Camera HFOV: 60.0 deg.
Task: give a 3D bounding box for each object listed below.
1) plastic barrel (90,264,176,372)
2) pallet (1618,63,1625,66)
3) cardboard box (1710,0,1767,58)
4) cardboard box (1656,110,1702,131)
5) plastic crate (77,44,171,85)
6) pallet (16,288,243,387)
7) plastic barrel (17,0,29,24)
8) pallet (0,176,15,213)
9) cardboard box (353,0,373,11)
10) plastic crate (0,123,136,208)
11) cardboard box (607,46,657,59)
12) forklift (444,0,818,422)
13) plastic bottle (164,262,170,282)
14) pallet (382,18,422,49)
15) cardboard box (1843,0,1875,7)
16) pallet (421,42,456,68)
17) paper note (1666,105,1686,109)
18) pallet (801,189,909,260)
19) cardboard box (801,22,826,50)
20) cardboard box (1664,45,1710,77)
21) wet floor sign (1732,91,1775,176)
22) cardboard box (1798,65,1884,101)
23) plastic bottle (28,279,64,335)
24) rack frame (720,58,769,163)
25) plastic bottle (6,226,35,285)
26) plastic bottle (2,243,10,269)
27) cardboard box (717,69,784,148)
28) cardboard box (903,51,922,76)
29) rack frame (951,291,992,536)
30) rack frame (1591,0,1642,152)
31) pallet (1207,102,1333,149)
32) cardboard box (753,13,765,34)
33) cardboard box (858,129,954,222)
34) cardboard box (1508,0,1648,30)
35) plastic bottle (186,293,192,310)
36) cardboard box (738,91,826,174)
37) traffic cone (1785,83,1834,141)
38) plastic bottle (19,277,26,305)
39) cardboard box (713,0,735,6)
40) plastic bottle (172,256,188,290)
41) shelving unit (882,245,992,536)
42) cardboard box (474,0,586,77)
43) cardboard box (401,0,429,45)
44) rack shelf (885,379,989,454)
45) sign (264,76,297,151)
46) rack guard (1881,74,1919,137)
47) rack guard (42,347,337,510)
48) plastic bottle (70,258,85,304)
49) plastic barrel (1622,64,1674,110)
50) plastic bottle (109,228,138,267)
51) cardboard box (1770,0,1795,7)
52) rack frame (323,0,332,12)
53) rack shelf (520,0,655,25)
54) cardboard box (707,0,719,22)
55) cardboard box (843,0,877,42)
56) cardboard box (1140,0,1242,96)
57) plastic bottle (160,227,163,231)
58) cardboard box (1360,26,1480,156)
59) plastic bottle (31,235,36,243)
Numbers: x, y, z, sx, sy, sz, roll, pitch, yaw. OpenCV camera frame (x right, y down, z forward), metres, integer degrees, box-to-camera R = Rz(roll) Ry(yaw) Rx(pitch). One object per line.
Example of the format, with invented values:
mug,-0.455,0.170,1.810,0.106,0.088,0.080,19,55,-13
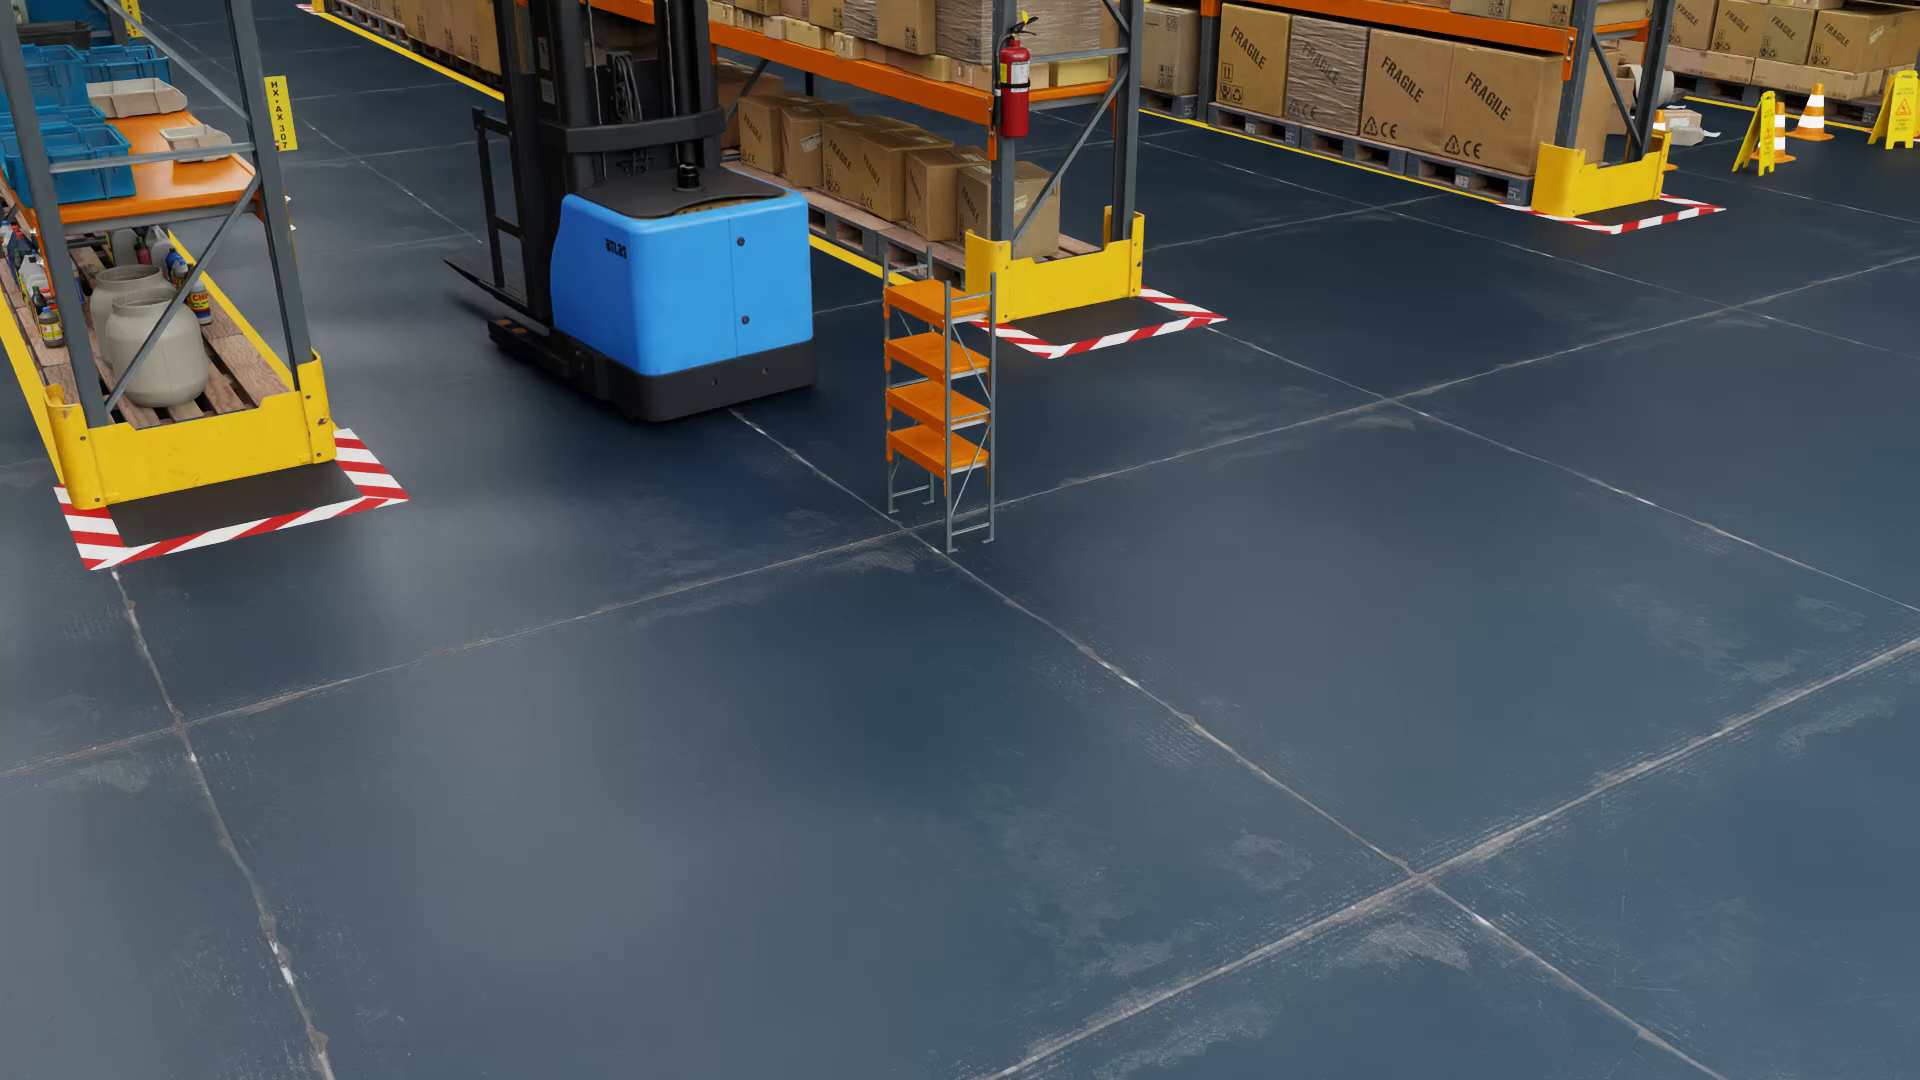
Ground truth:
plastic barrel,-4.215,-1.124,8.539,0.421,0.512,0.421,0,25,0
pallet,7.148,-5.064,17.729,1.003,0.211,1.213,-16,29,-30
cardboard box,7.722,-5.005,16.190,0.500,0.500,0.500,-16,30,-31
cardboard box,6.528,-3.835,15.199,0.380,0.149,0.250,-1,25,-3
plastic crate,-4.870,-2.693,9.615,0.499,0.251,0.616,-16,29,-30
pallet,-4.700,-1.145,9.429,1.003,0.211,1.213,-16,29,-30
plastic barrel,-6.040,-3.548,11.092,0.433,0.535,0.433,0,25,0
pallet,-6.833,-2.541,12.384,1.003,0.211,1.213,-16,29,-30
cardboard box,-7.189,-7.233,21.054,0.875,0.875,0.875,-16,29,-30
plastic crate,-4.042,-1.704,7.521,0.499,0.251,0.616,-16,29,-30
cardboard box,-2.724,-4.115,14.866,0.700,0.500,0.500,-13,28,-25
forklift,4.246,-5.226,14.888,18.991,2.935,5.386,-18,31,-34
plastic bottle,-4.654,-1.584,9.855,0.097,0.201,0.097,0,25,0
pallet,-6.268,-6.138,20.004,1.003,0.211,1.213,-16,29,-30
cardboard box,8.424,-4.959,16.091,0.500,0.500,0.500,-17,30,-31
pallet,-5.434,-5.589,18.842,1.003,0.211,1.213,-16,29,-30
paper note,6.941,-4.202,16.116,0.148,0.019,0.142,18,31,33
pallet,-0.485,-2.317,11.912,1.003,0.211,1.213,-16,29,-30
cardboard box,-0.856,-3.453,11.345,0.380,0.149,0.250,-16,29,-30
cardboard box,7.440,-4.852,16.743,0.500,0.250,0.500,-16,30,-30
wet floor sign,6.518,-3.323,13.532,0.267,0.644,0.232,-22,33,-38
cardboard box,8.255,-4.307,15.590,0.500,0.250,0.500,-16,29,-30
plastic bottle,-5.002,-1.281,9.124,0.152,0.276,0.135,-15,29,-29
rack frame,-1.549,-4.248,12.735,0.949,2.616,0.053,-16,29,-30
plastic bottle,-5.608,-1.709,9.943,0.144,0.351,0.185,-15,29,-28
plastic bottle,-5.839,-1.774,10.257,0.097,0.201,0.097,0,25,0
cardboard box,-1.869,-3.540,13.649,0.700,0.500,0.500,-18,31,-33
cardboard box,-0.136,-3.017,10.421,0.380,0.149,0.250,-16,29,-30
rack frame,0.043,-0.515,6.935,0.228,1.046,0.006,-16,29,-30
rack frame,4.840,-3.935,12.073,0.949,2.616,0.053,-16,29,-30
pallet,3.009,-3.816,15.086,1.003,0.211,1.213,-16,29,-30
cardboard box,-1.257,-3.724,11.919,0.380,0.149,0.250,-16,29,-30
cardboard box,-0.376,-2.537,11.547,0.500,0.500,0.500,-13,28,-25
cardboard box,4.602,-4.126,12.301,0.875,0.550,0.550,-16,29,-30
plastic bottle,-4.303,-1.354,9.367,0.097,0.201,0.097,0,25,0
cardboard box,-1.367,-3.154,12.854,0.500,0.500,0.500,-17,30,-31
traffic cone,7.620,-3.832,14.825,0.336,0.463,0.334,-16,29,-30
plastic bottle,-5.370,-1.467,9.606,0.097,0.201,0.097,0,25,0
cardboard box,-1.358,-4.252,12.277,0.875,0.500,0.500,-16,29,-30
plastic bottle,-4.488,-1.507,9.609,0.097,0.271,0.097,0,25,0
shelving unit,-0.092,-0.603,7.121,0.258,1.200,0.499,-16,29,-30
cardboard box,-4.094,-5.159,16.661,1.225,0.875,0.875,-17,30,-32
cardboard box,-5.553,-6.113,18.683,1.225,0.875,0.875,-15,29,-29
rack shelf,-0.090,-0.541,7.148,0.258,0.148,0.480,-16,29,-30
sign,-3.055,-1.914,7.467,0.100,0.325,0.005,-16,29,-30
rack guard,8.894,-4.023,15.186,1.175,0.500,0.348,-16,29,-30
rack guard,-3.599,-0.548,7.825,1.175,0.500,0.348,-16,29,-30
plastic bottle,-5.163,-1.499,9.586,0.152,0.276,0.135,-16,29,-30
plastic barrel,6.539,-4.347,15.962,0.512,0.421,0.421,3,25,6
plastic bottle,-5.114,-1.785,10.192,0.152,0.276,0.135,-16,29,-30
cardboard box,7.888,-5.137,15.709,0.380,0.149,0.250,-15,29,-29
rack frame,-8.102,-8.539,21.825,1.000,3.000,0.127,-16,29,-30
rack shelf,-2.643,-4.637,14.402,1.077,0.370,4.000,-16,29,-30
cardboard box,-1.686,-3.987,12.475,0.380,0.149,0.250,-16,29,-30
cardboard box,-0.255,-3.539,10.768,0.875,0.500,0.500,-16,29,-30
cardboard box,2.245,-4.741,15.922,1.050,0.750,0.750,-16,29,-30
plastic bottle,-4.880,-1.783,10.180,0.061,0.283,0.133,-13,28,-26
cardboard box,3.935,-3.707,13.585,0.875,0.875,0.875,-16,30,-30
plastic bottle,-5.606,-1.763,10.138,0.061,0.283,0.133,-16,29,-30
